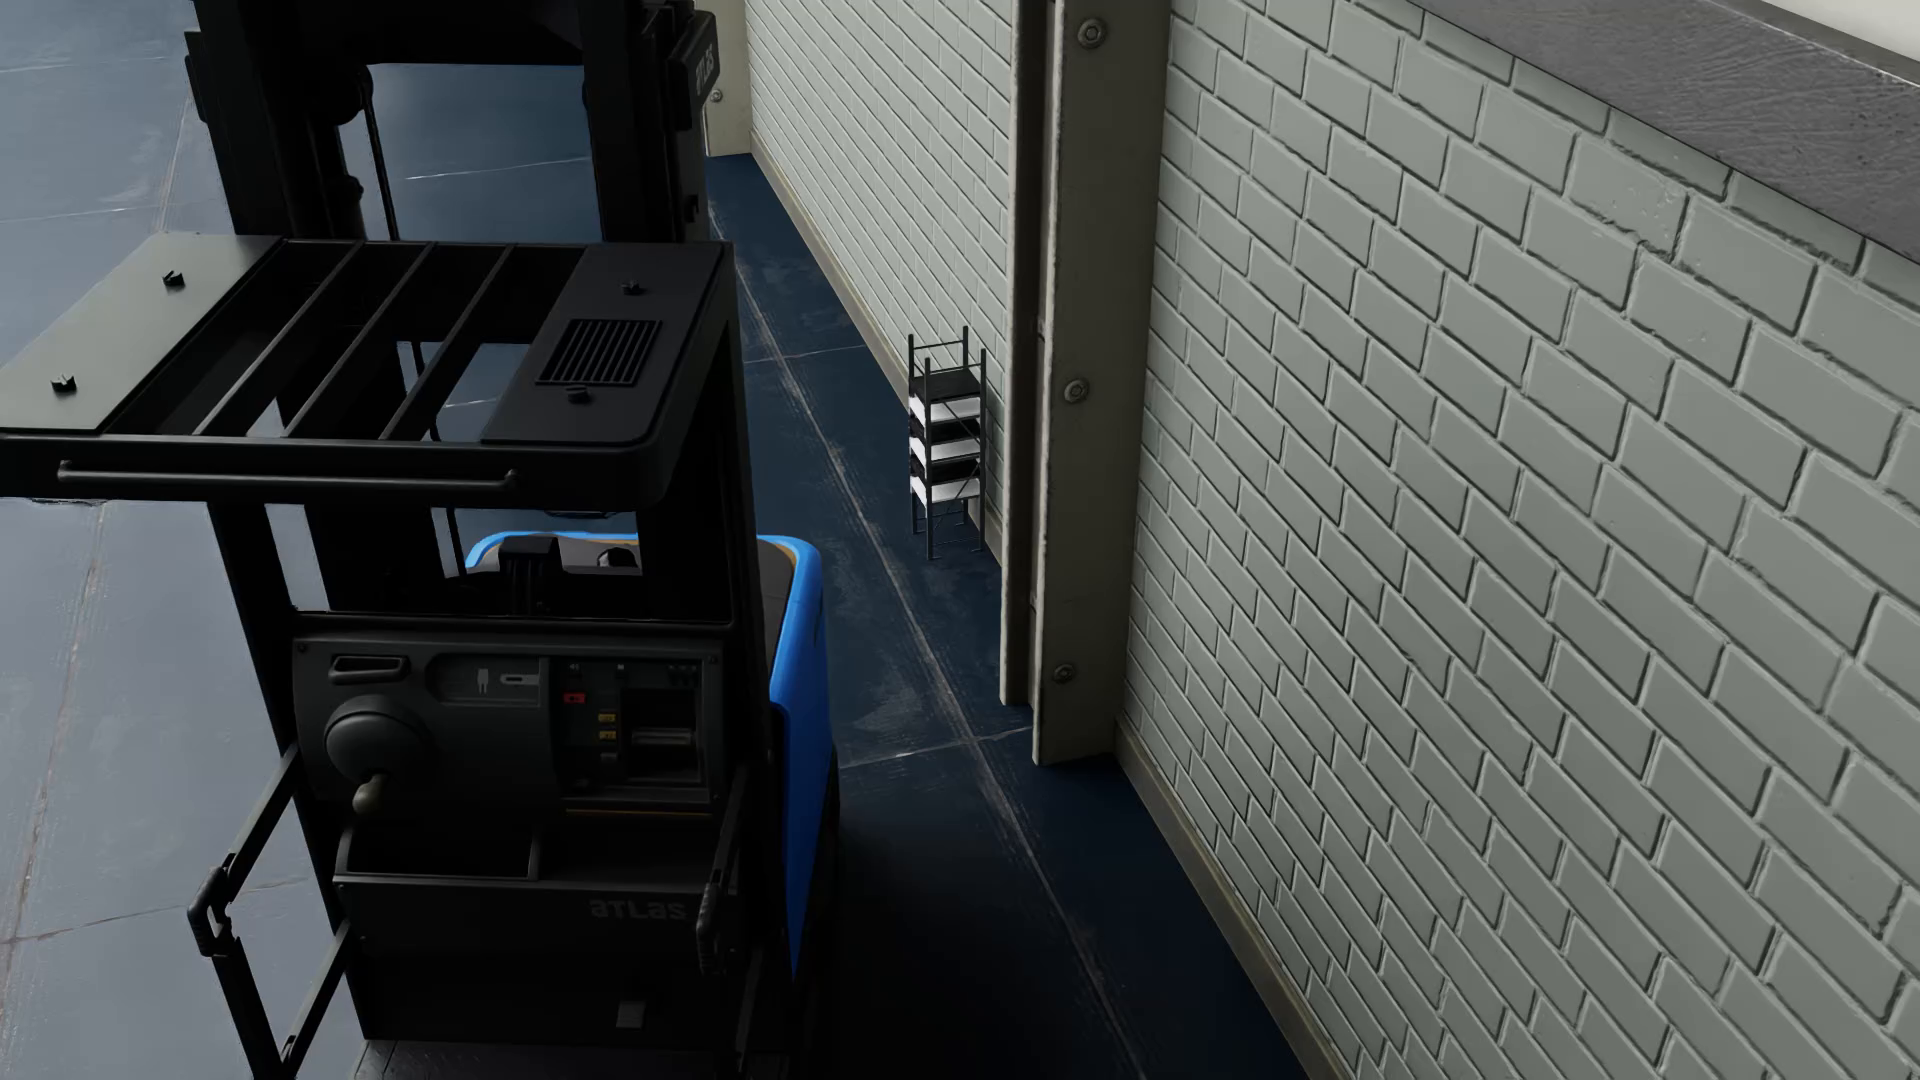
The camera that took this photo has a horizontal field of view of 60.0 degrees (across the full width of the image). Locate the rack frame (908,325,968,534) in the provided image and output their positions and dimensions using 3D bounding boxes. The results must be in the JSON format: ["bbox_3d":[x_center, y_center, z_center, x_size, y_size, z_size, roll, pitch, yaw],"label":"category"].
[{"bbox_3d":[-0.082,-0.423,6.574,0.240,0.900,0.006,-11,35,-16],"label":"rack frame"}]

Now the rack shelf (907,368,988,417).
[{"bbox_3d":[-0.049,-0.567,6.363,0.258,0.077,0.200,-11,35,-16],"label":"rack shelf"}]

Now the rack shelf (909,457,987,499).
[{"bbox_3d":[-0.049,-0.267,6.561,0.258,0.077,0.200,-11,35,-16],"label":"rack shelf"}]

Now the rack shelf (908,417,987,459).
[{"bbox_3d":[-0.049,-0.417,6.462,0.258,0.077,0.200,-11,35,-16],"label":"rack shelf"}]

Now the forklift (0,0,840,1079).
[{"bbox_3d":[-0.973,0.460,3.396,1.130,2.935,3.031,1,33,2],"label":"forklift"}]

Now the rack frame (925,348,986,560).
[{"bbox_3d":[-0.016,-0.317,6.413,0.240,0.900,0.006,-11,35,-16],"label":"rack frame"}]

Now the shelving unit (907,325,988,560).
[{"bbox_3d":[-0.049,-0.370,6.493,0.258,0.900,0.210,-11,35,-16],"label":"shelving unit"}]

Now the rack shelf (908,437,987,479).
[{"bbox_3d":[-0.049,-0.342,6.512,0.258,0.077,0.200,-11,35,-16],"label":"rack shelf"}]

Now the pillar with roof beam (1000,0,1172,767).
[{"bbox_3d":[-3.754,-2.397,2.215,9.100,9.000,0.400,-10,35,-15],"label":"pillar with roof beam"}]

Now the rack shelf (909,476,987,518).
[{"bbox_3d":[-0.049,-0.192,6.611,0.258,0.077,0.200,-11,35,-16],"label":"rack shelf"}]

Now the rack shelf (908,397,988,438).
[{"bbox_3d":[-0.049,-0.492,6.412,0.258,0.077,0.200,-11,35,-16],"label":"rack shelf"}]

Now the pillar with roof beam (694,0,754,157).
[{"bbox_3d":[-5.584,-5.547,6.982,9.100,9.000,0.400,-10,35,-15],"label":"pillar with roof beam"}]
